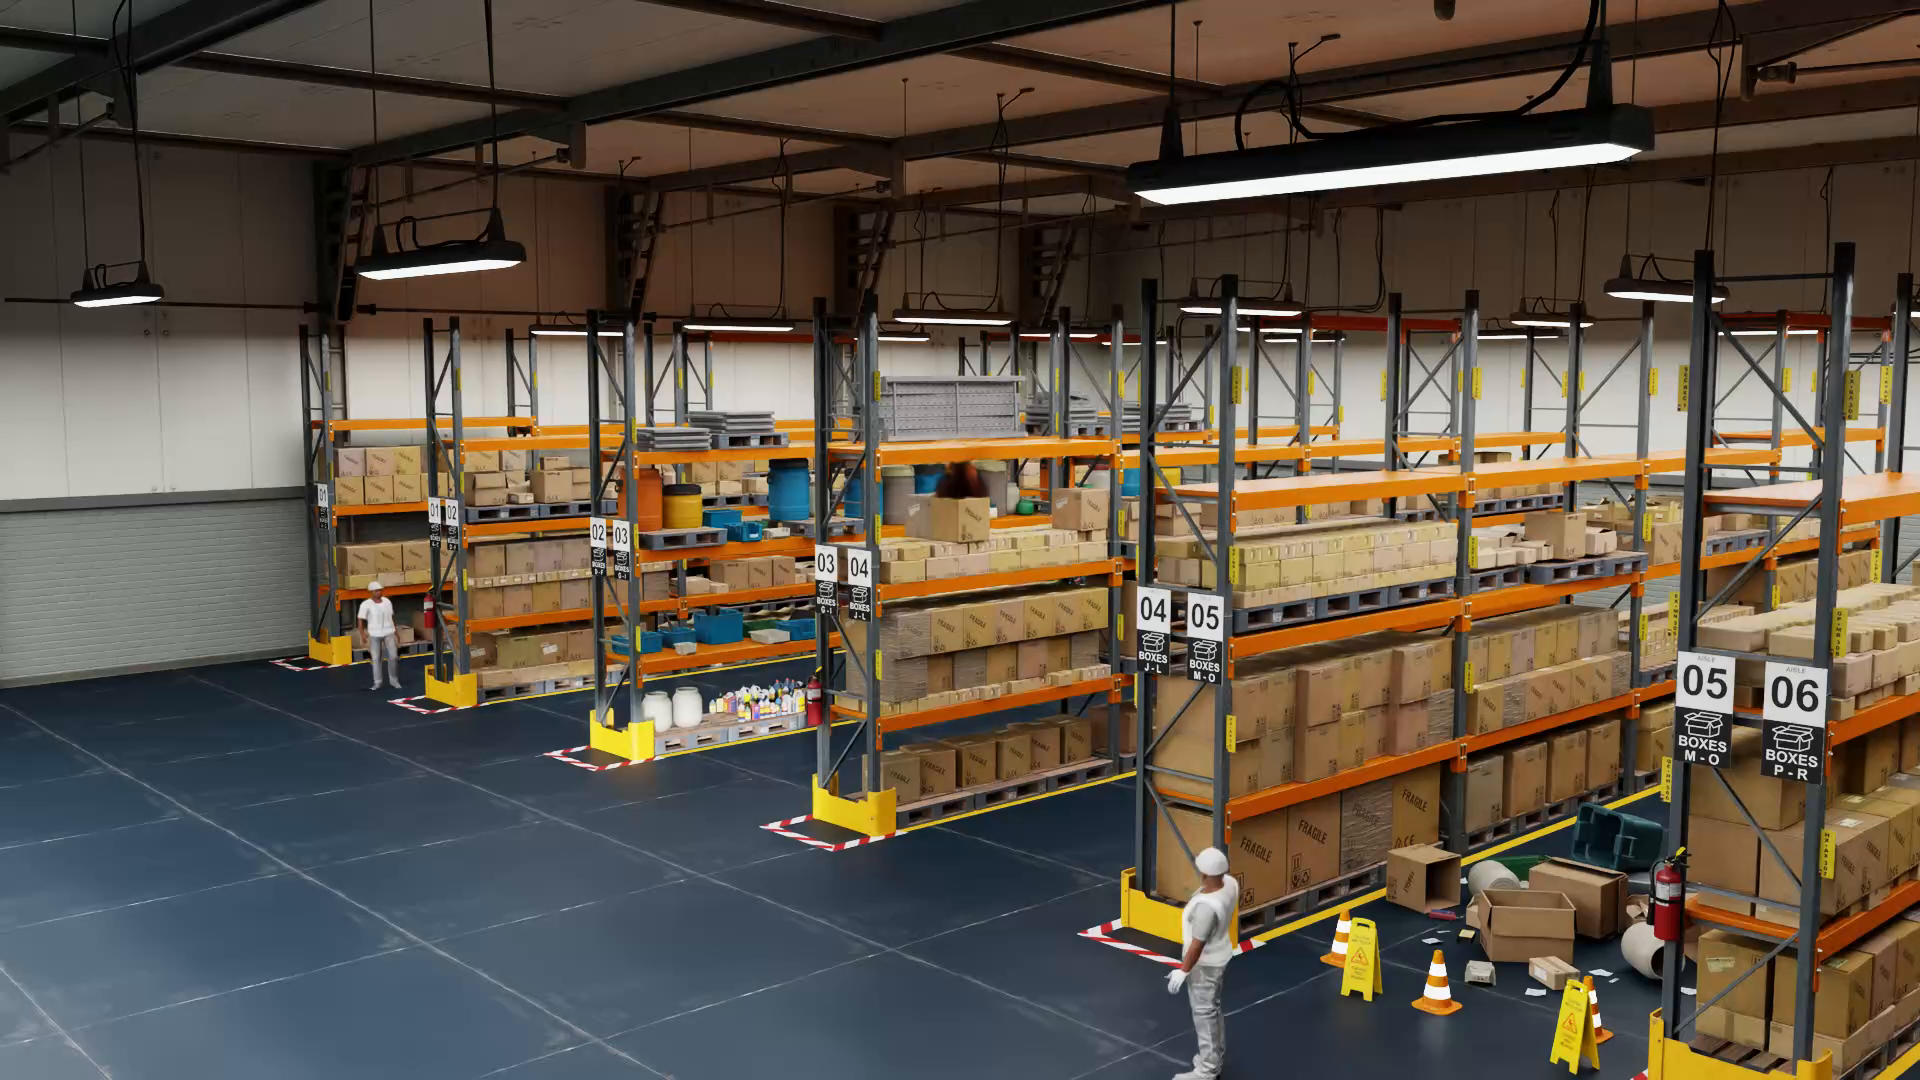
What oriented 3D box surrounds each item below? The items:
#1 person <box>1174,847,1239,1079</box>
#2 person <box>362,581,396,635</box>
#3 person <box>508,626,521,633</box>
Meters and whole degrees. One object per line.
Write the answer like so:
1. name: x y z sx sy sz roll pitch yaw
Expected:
1. person: 1.795 3.065 12.076 0.398 1.776 0.611 2 6 22
2. person: -9.474 1.101 27.081 0.512 0.873 0.427 -2 6 -17
3. person: -7.950 1.490 29.713 0.432 1.377 0.946 3 7 30
